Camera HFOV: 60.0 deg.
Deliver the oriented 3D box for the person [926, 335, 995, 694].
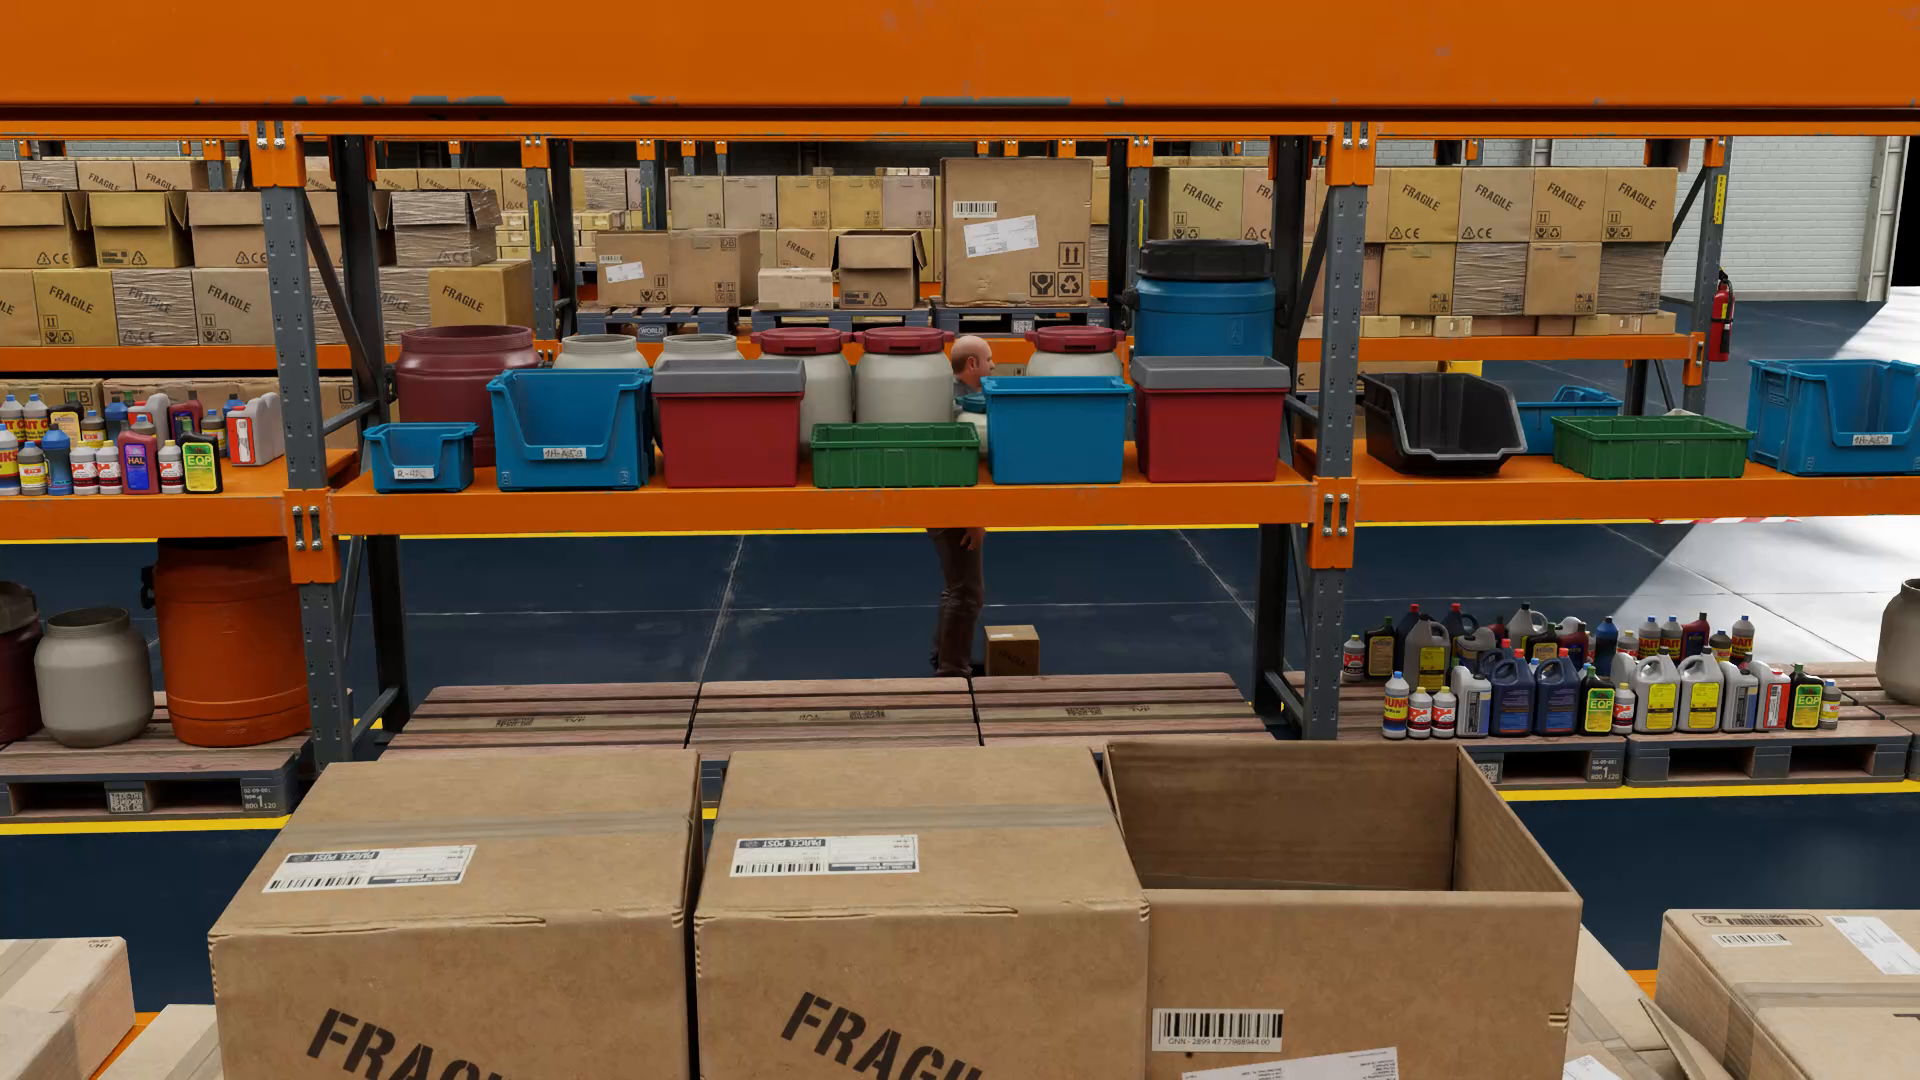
[{"bbox_3d":[-0.027,-0.131,8.090,0.415,1.721,0.594,-2,14,-7],"label":"person"}]
